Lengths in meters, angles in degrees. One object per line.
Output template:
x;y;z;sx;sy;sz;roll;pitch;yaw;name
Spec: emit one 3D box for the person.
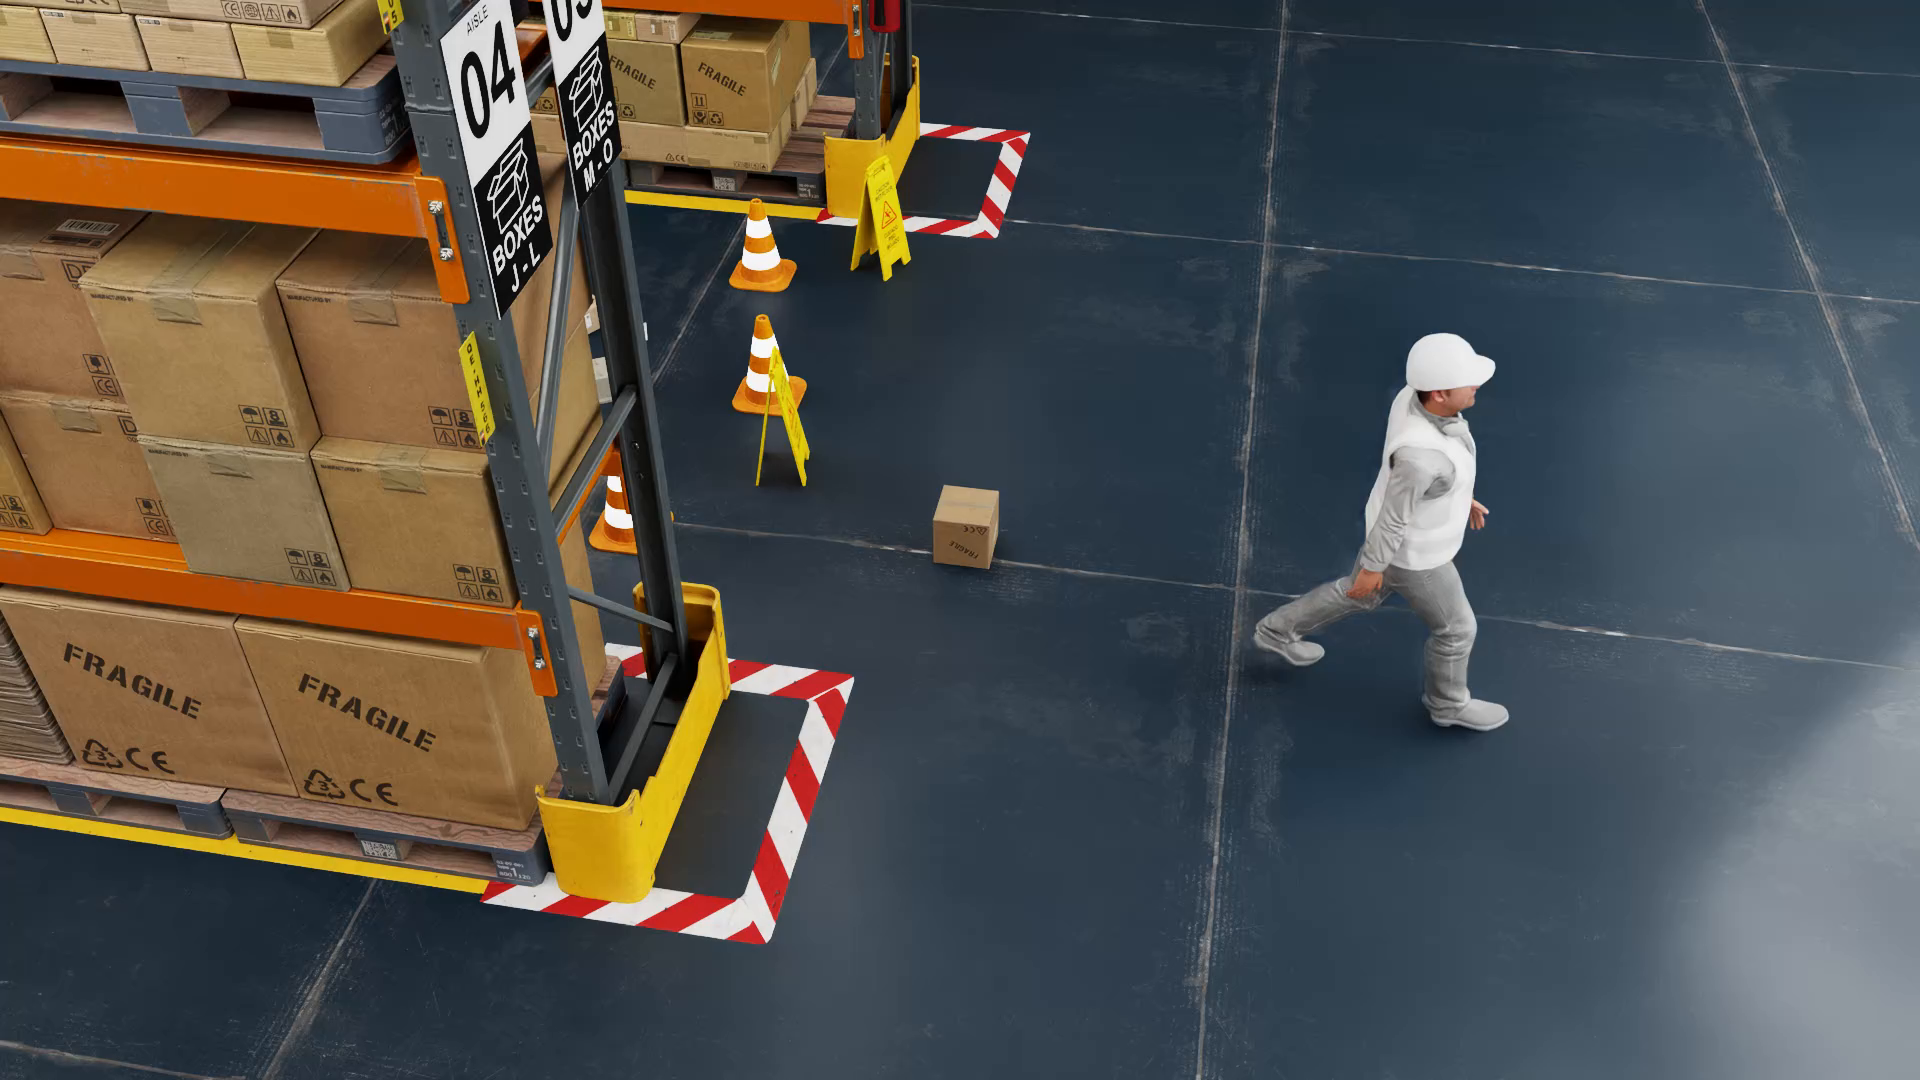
1.678;-0.035;6.178;1.018;1.733;0.549;7;41;8;person
